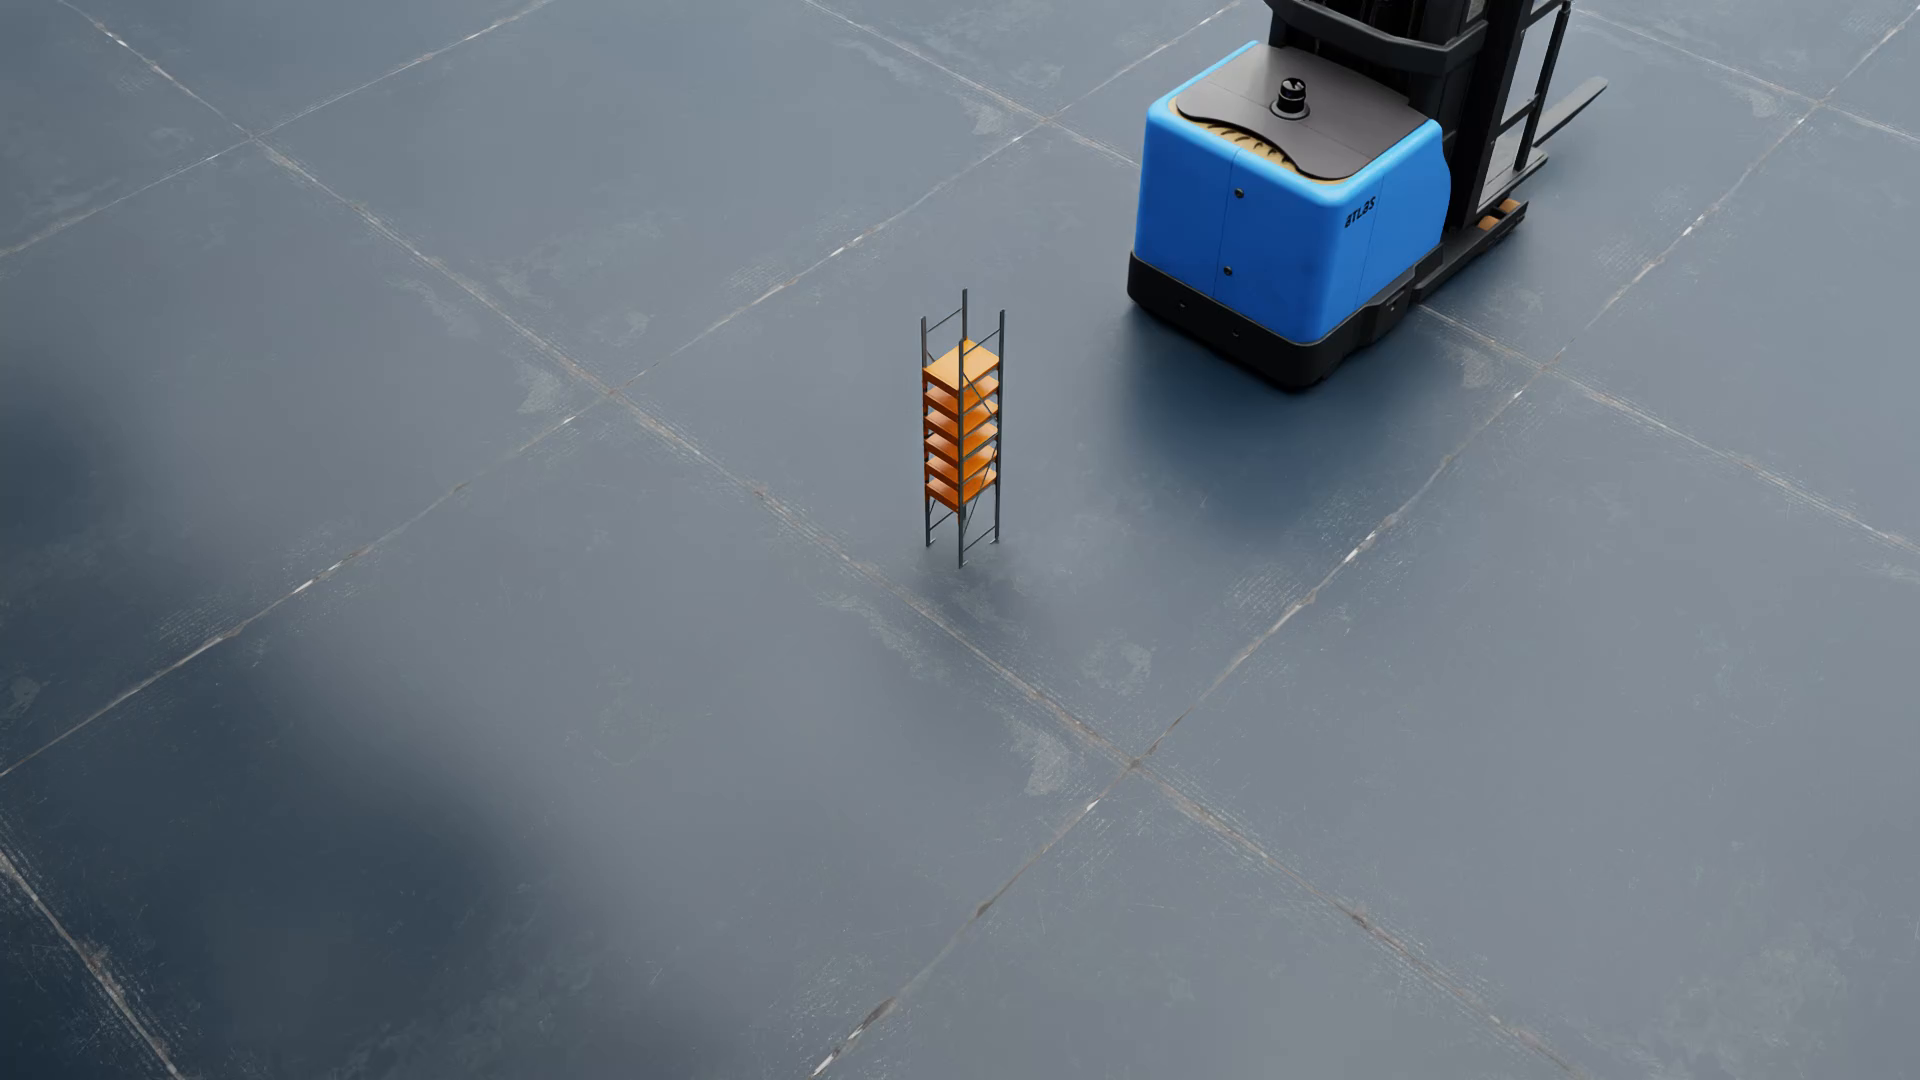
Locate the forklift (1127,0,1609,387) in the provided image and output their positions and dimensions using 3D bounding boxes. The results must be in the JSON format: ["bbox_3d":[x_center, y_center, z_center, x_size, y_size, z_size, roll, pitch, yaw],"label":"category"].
[{"bbox_3d":[2.169,-2.666,7.351,1.130,2.935,3.031,35,56,28],"label":"forklift"}]

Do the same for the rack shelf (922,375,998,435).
[{"bbox_3d":[0.011,-0.537,6.272,0.180,0.103,0.258,34,55,28],"label":"rack shelf"}]

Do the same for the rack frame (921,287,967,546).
[{"bbox_3d":[-0.057,-0.449,6.457,0.006,1.200,0.240,34,55,28],"label":"rack frame"}]

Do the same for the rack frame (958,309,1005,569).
[{"bbox_3d":[0.078,-0.358,6.372,0.006,1.200,0.240,34,55,28],"label":"rack frame"}]

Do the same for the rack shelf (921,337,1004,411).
[{"bbox_3d":[0.011,-0.620,6.184,0.180,0.103,0.258,34,55,28],"label":"rack shelf"}]

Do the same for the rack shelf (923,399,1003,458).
[{"bbox_3d":[0.011,-0.455,6.359,0.180,0.103,0.258,34,55,28],"label":"rack shelf"}]

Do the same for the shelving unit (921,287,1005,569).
[{"bbox_3d":[0.011,-0.404,6.414,0.189,1.200,0.258,34,55,28],"label":"shelving unit"}]

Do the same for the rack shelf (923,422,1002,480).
[{"bbox_3d":[0.011,-0.373,6.447,0.180,0.103,0.258,34,55,28],"label":"rack shelf"}]

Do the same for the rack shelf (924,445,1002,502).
[{"bbox_3d":[0.011,-0.291,6.534,0.180,0.103,0.258,34,55,28],"label":"rack shelf"}]

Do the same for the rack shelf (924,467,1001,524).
[{"bbox_3d":[0.011,-0.209,6.622,0.180,0.103,0.258,34,55,28],"label":"rack shelf"}]
